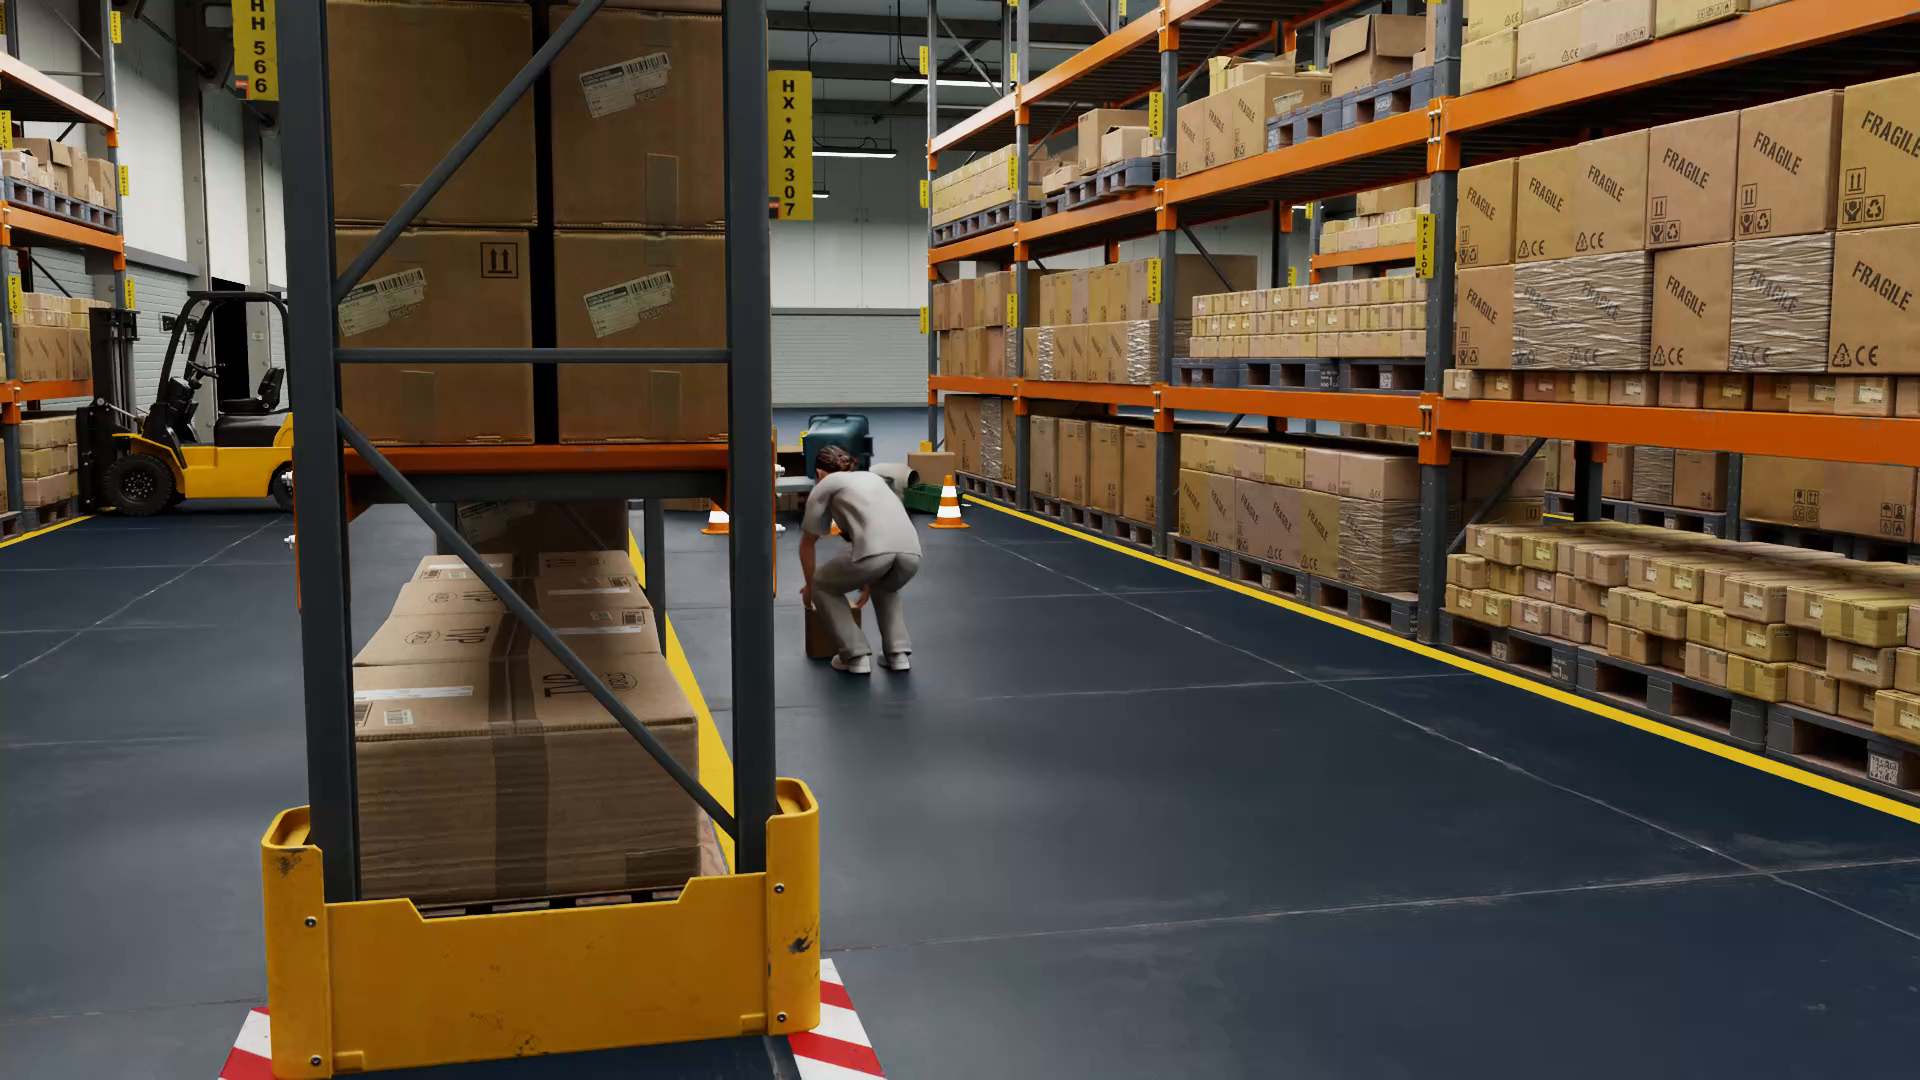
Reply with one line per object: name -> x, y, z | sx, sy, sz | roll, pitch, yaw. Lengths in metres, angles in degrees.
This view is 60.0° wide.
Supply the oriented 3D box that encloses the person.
person -> -0.499, 0.089, 8.123 | 0.492, 1.075, 0.764 | -3, 7, -27
